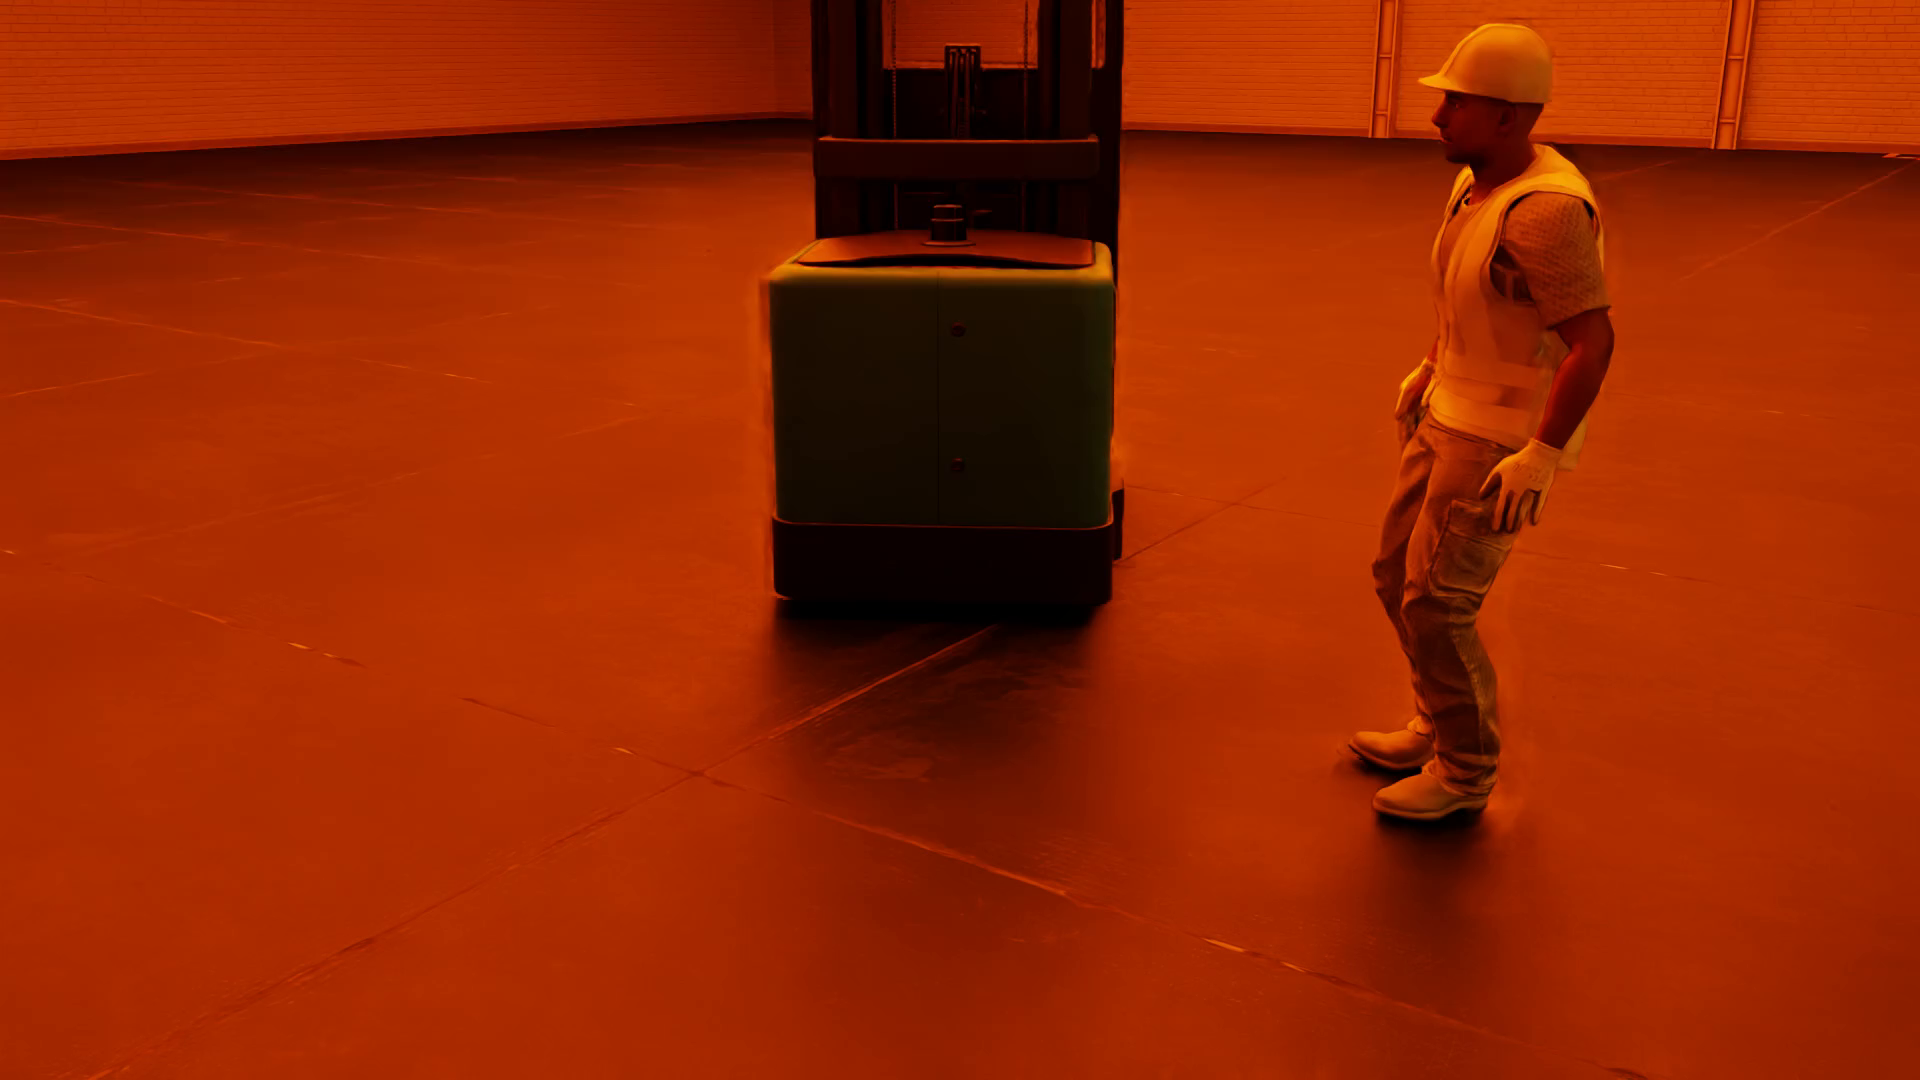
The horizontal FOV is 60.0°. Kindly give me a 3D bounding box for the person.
[{"bbox_3d":[1.158,-0.239,3.722,0.415,1.753,0.731,1,17,3],"label":"person"}]

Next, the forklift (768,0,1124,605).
[{"bbox_3d":[0.042,-1.579,6.112,1.130,2.935,3.031,1,17,4],"label":"forklift"}]
